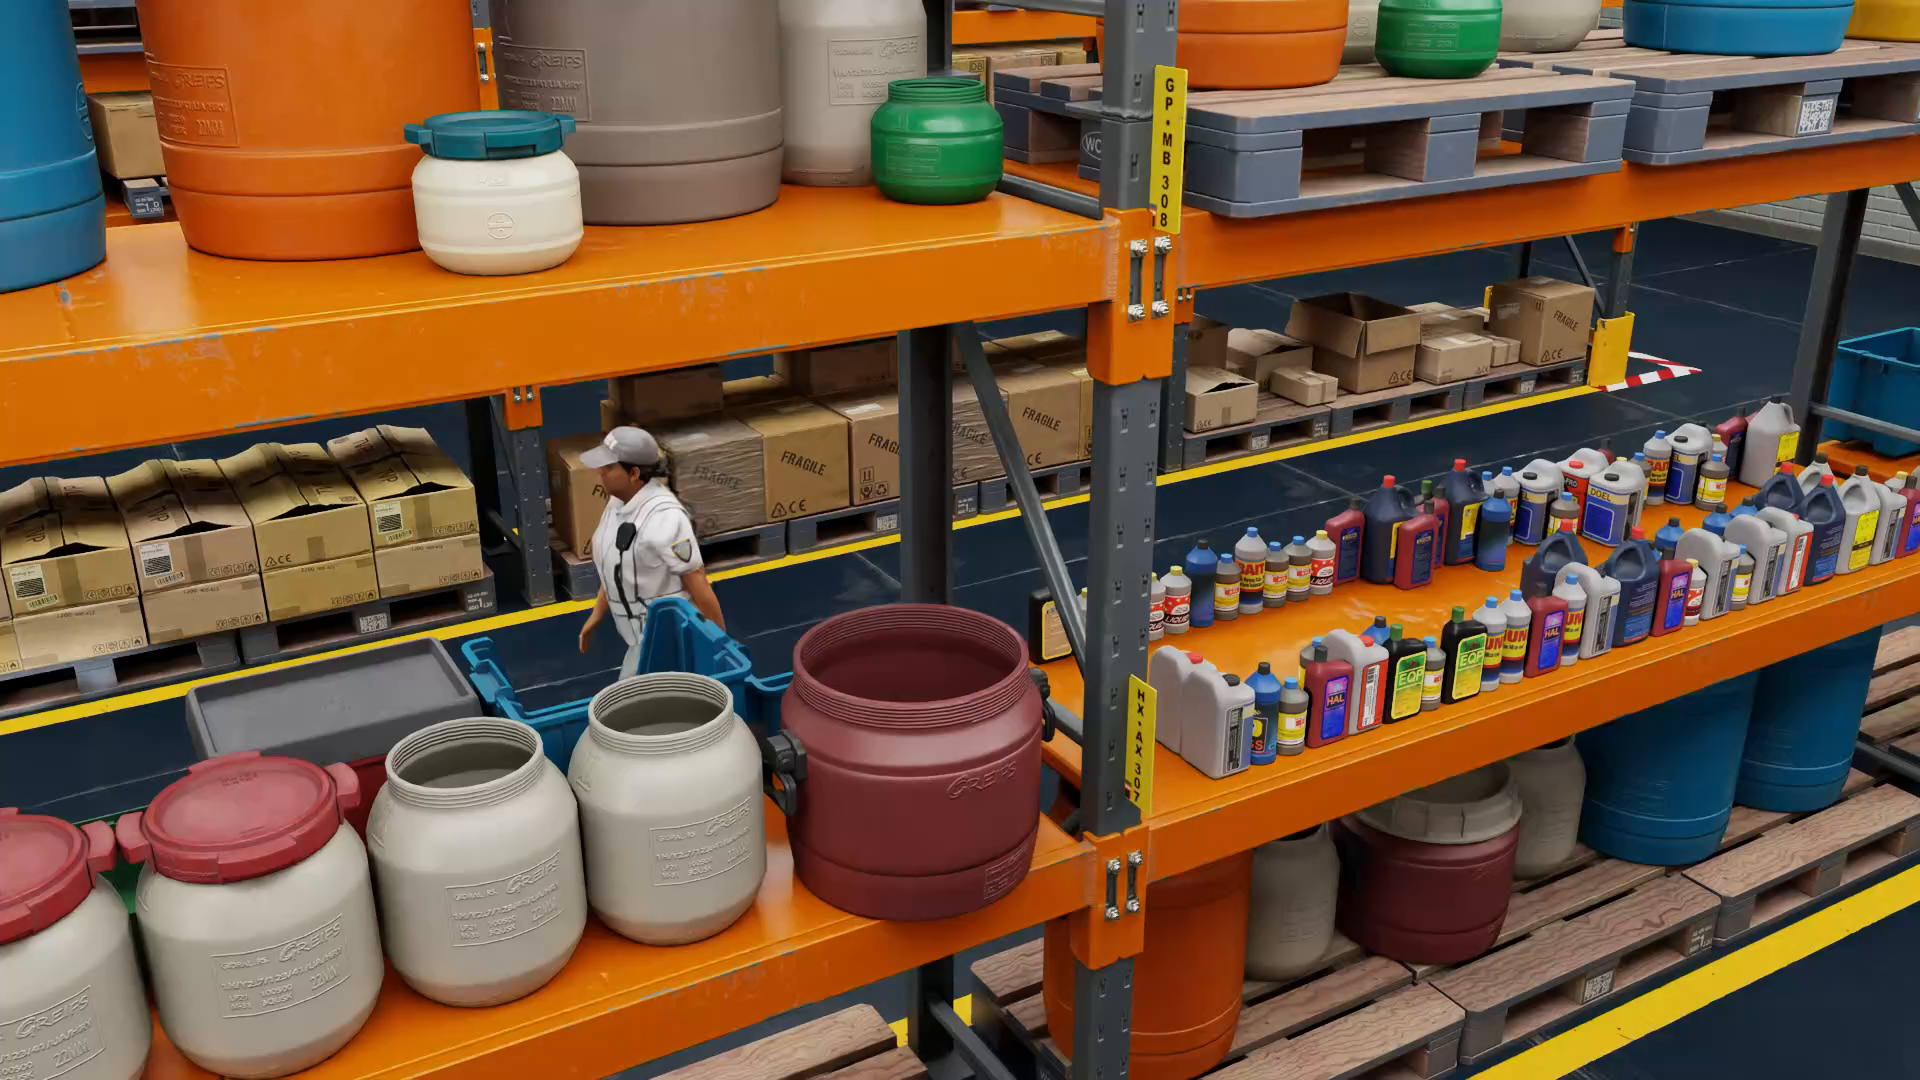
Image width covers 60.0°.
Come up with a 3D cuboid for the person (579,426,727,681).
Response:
[{"bbox_3d":[-1.155,0.323,6.296,1.075,1.589,0.513,-9,24,-22],"label":"person"}]
